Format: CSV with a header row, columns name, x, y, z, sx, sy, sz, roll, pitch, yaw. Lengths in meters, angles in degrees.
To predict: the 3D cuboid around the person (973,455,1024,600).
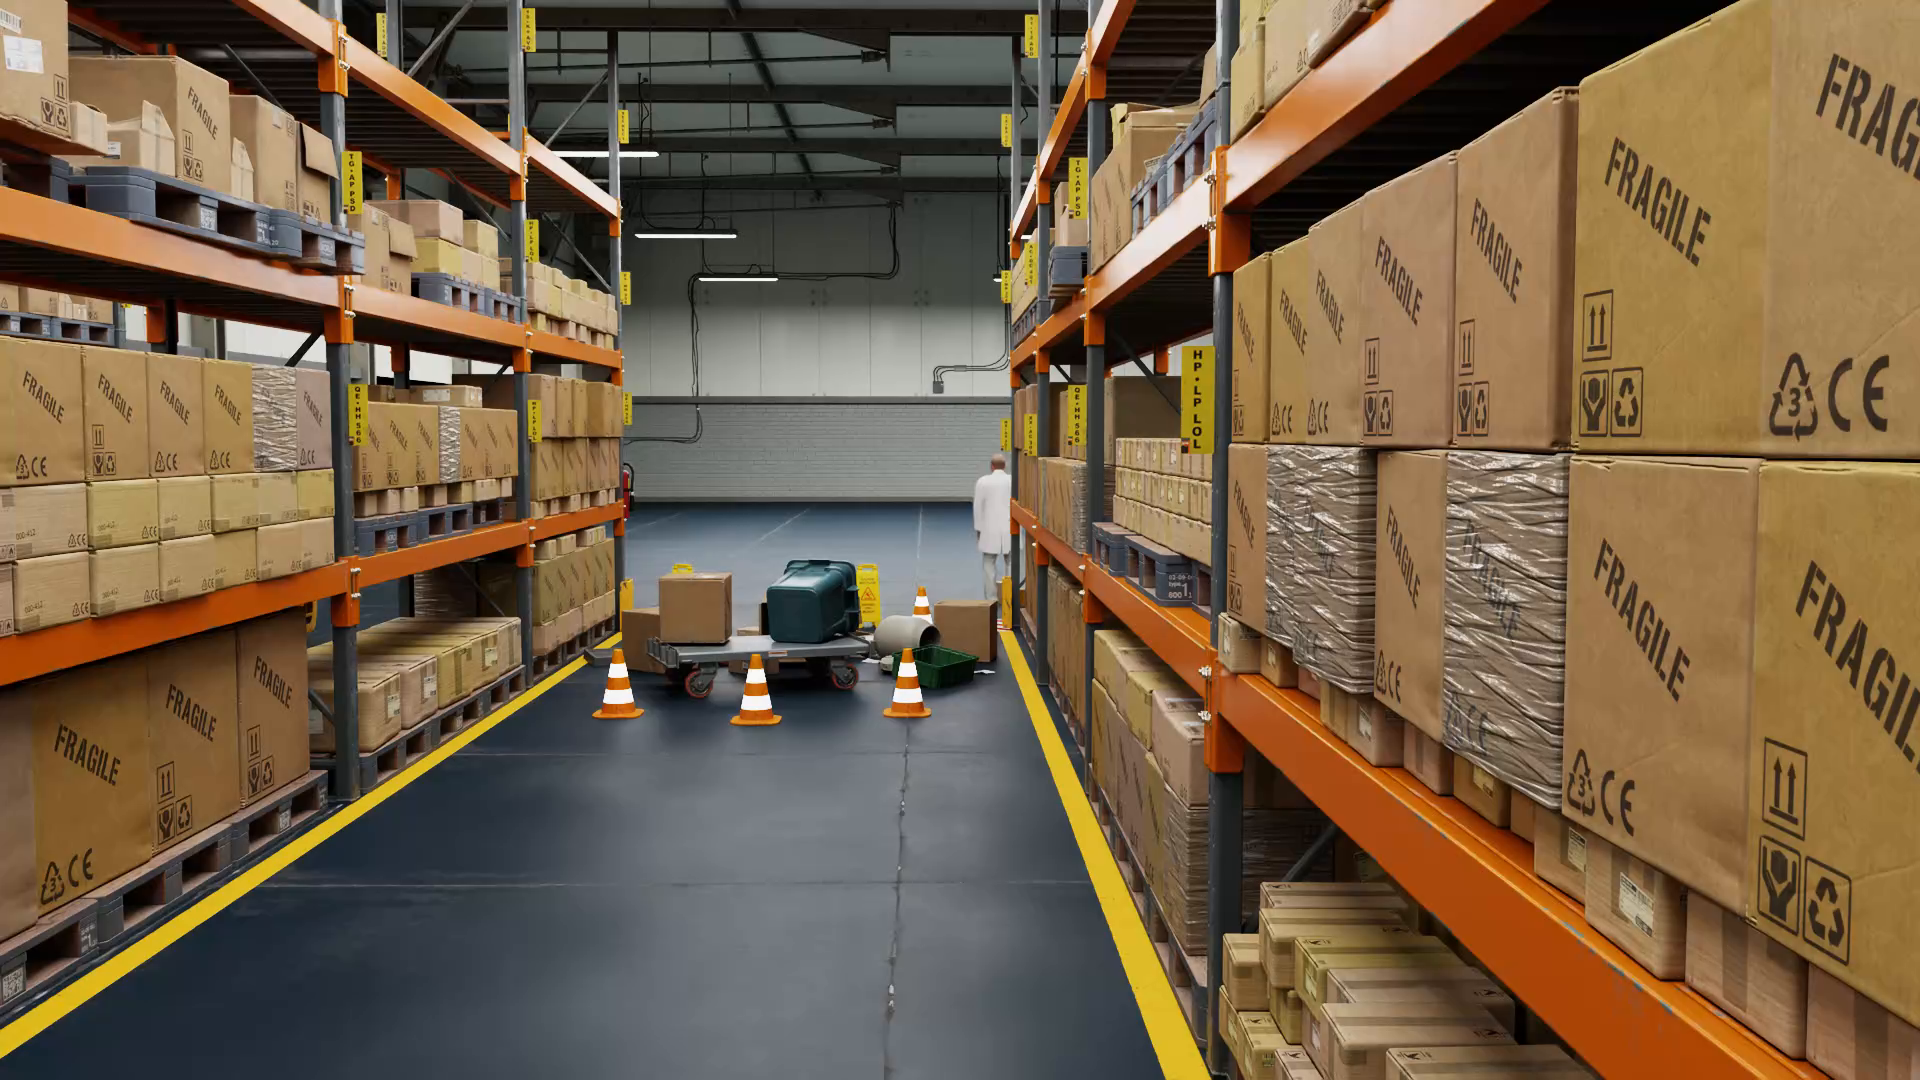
name,x,y,z,sx,sy,sz,roll,pitch,yaw
person,0.439,-0.095,18.978,0.579,1.752,0.388,0,4,0
